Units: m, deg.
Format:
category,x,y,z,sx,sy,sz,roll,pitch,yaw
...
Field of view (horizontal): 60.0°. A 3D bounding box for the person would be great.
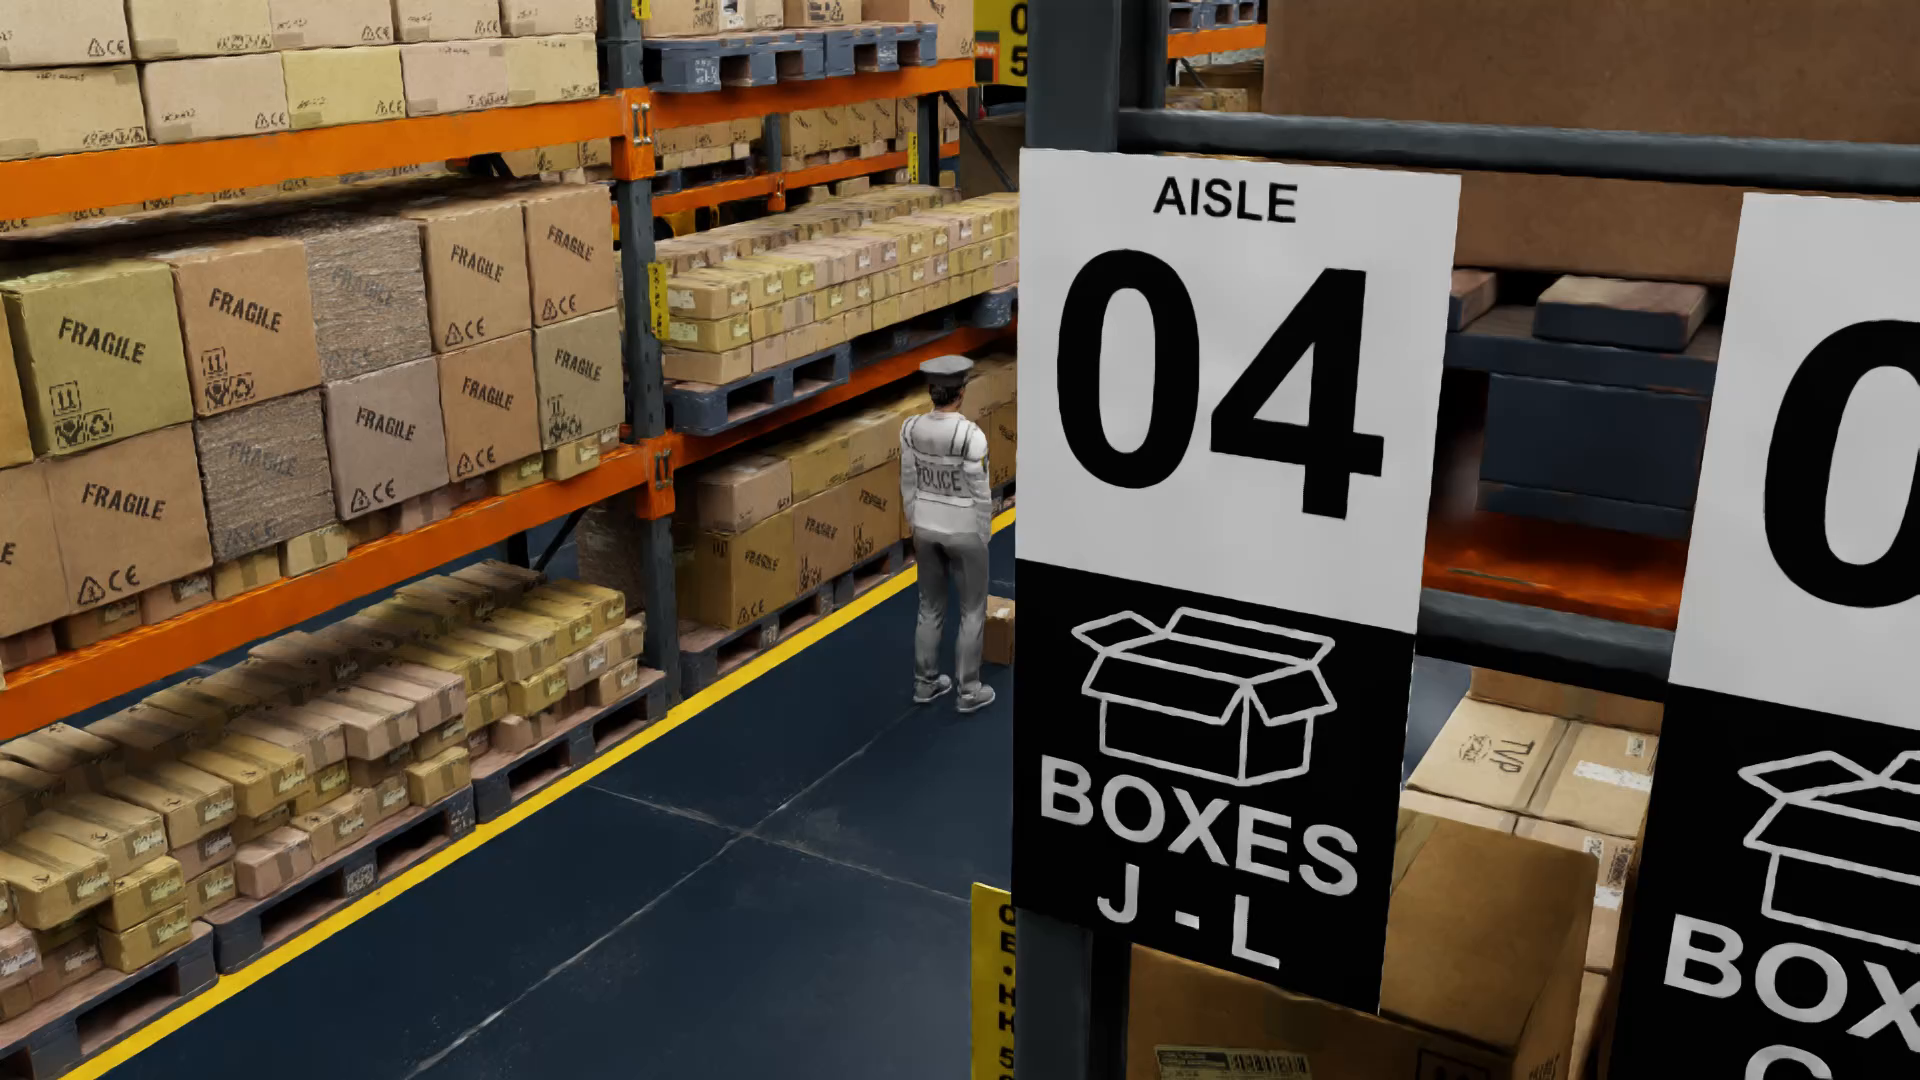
category,x,y,z,sx,sy,sz,roll,pitch,yaw
person,-0.053,-0.027,7.653,0.469,1.663,0.328,11,22,28
